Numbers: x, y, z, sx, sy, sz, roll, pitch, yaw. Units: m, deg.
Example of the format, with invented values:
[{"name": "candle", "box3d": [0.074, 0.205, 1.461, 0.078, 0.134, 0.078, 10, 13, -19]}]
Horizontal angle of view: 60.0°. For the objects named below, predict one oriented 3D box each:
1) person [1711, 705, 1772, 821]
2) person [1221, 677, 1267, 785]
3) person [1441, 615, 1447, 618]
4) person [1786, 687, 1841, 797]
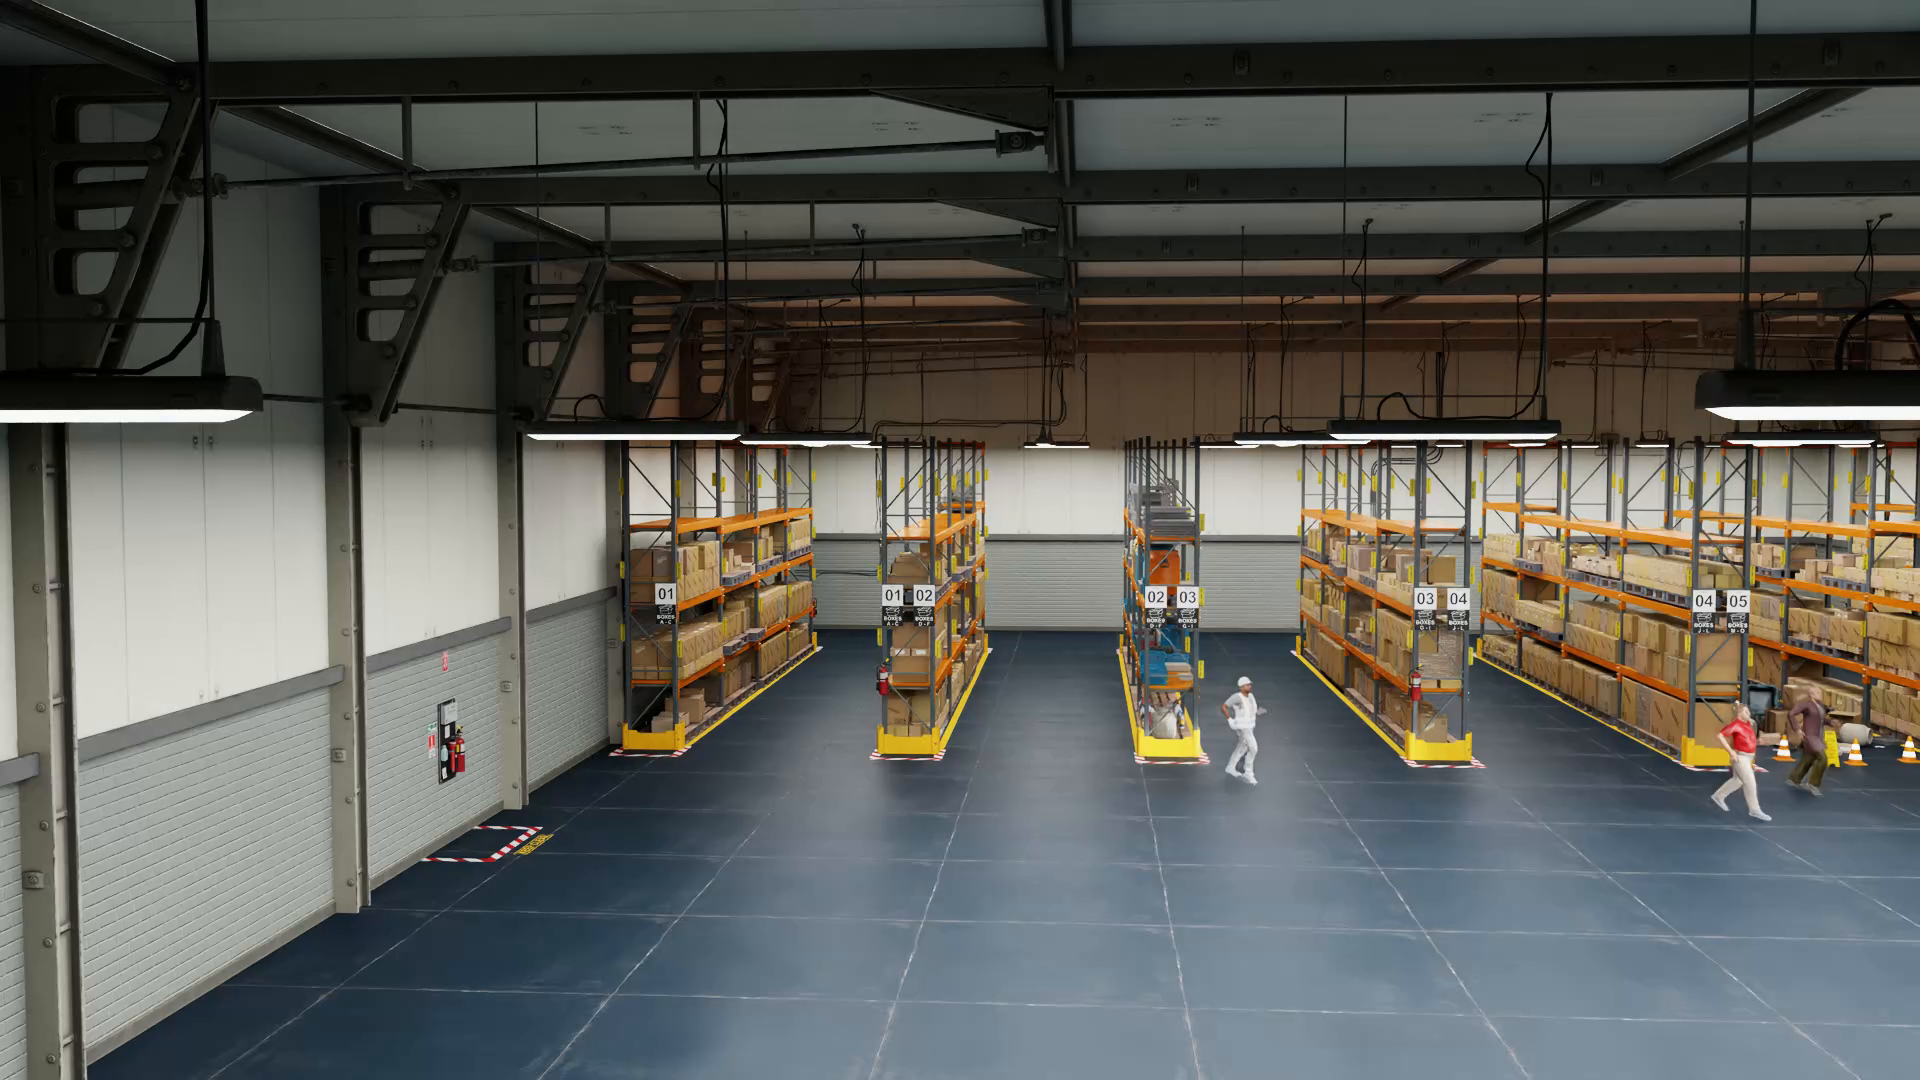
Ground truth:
[{"name": "person", "box3d": [12.217, 3.442, 25.964, 0.666, 1.723, 0.953, -3, 4, -45]}, {"name": "person", "box3d": [4.927, 3.290, 28.793, 0.782, 1.846, 0.664, 2, 4, 34]}, {"name": "person", "box3d": [13.145, 2.425, 45.593, 0.671, 1.712, 0.533, 0, 3, 4]}, {"name": "person", "box3d": [14.243, 3.363, 27.785, 0.691, 1.840, 0.833, -3, 4, -42]}]
